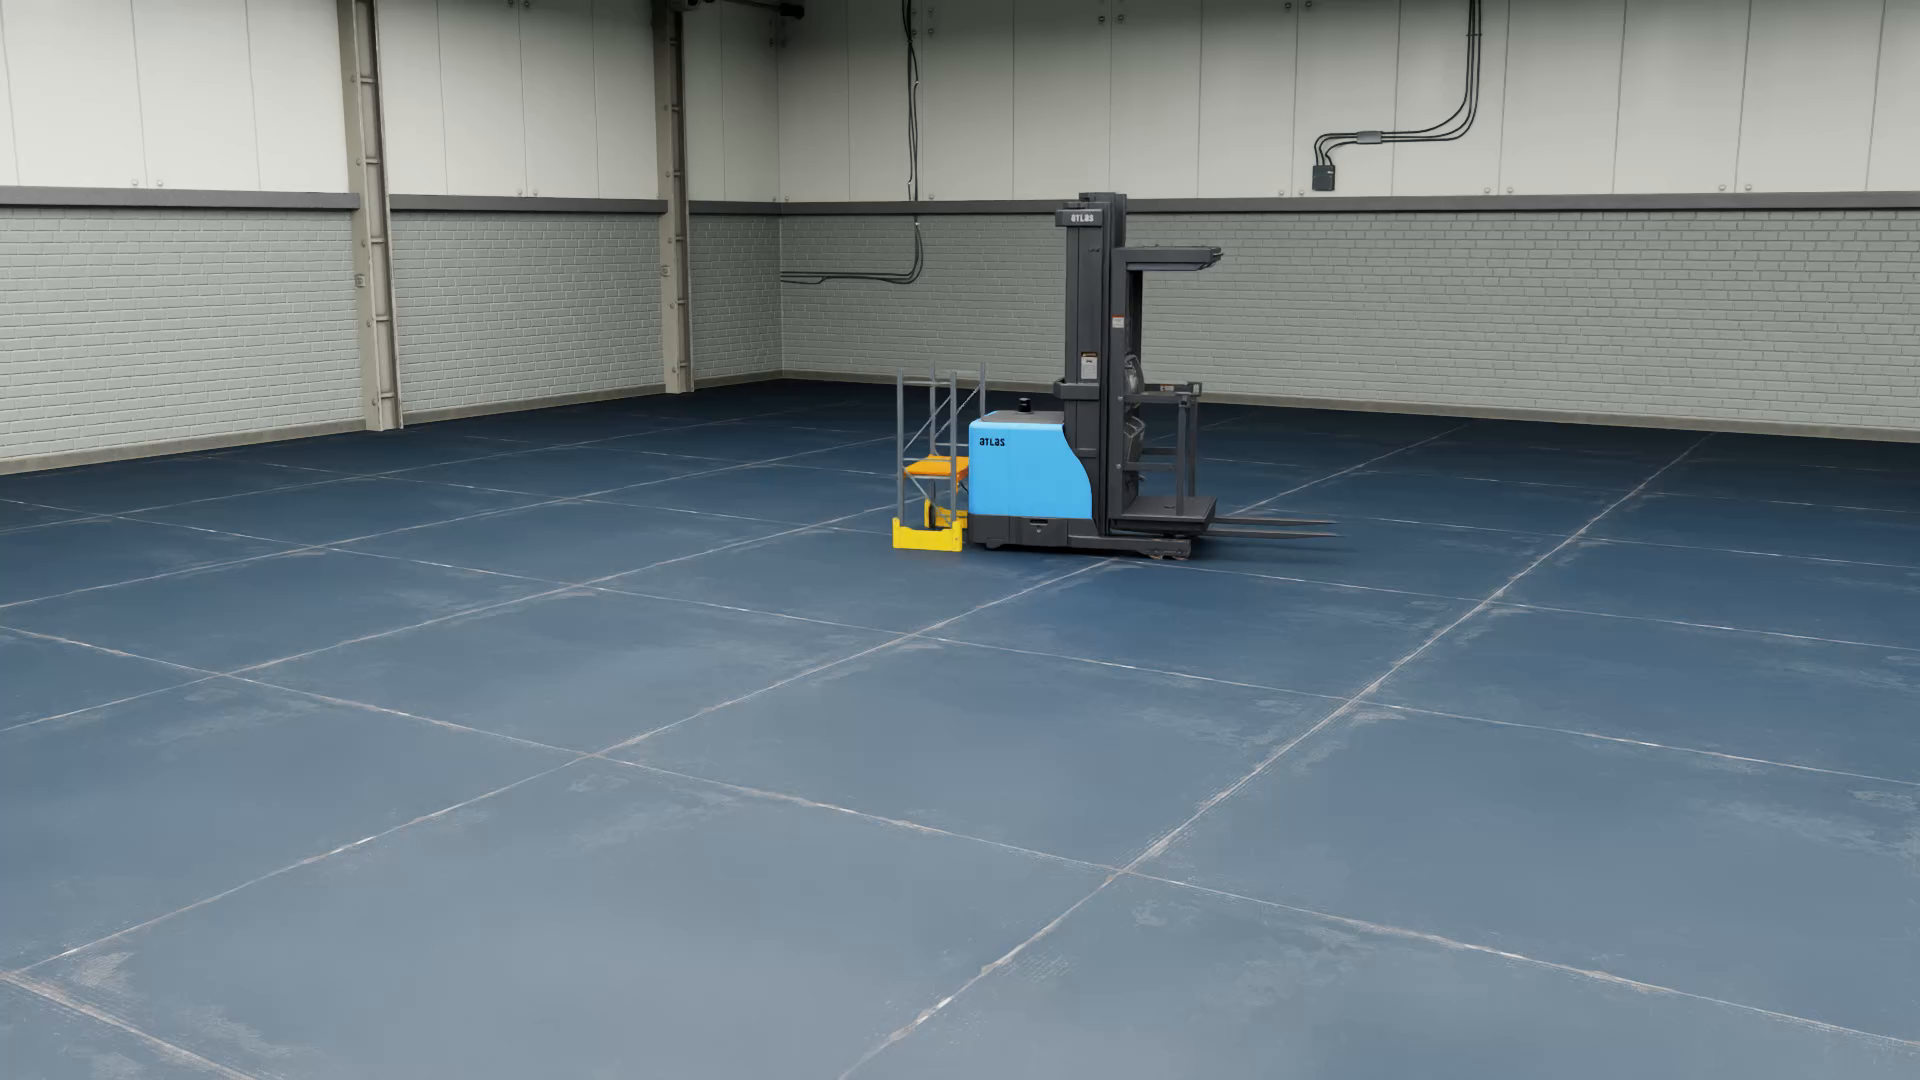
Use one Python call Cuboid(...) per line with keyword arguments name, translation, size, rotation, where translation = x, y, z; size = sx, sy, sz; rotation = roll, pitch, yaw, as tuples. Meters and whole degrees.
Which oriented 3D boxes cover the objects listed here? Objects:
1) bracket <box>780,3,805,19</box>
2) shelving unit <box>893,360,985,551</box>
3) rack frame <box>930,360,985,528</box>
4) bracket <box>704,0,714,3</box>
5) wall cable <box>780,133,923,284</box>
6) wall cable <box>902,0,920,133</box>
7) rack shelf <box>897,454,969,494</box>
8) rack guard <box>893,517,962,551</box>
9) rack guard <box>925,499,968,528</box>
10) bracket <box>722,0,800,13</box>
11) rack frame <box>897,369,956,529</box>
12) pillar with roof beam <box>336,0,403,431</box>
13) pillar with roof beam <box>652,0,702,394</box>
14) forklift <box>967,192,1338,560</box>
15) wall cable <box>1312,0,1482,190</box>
Cuboid(name="bracket", translation=(-2.872, -9.033, 28.380), size=(0.235, 0.232, 0.430), rotation=(6, 12, 31))
Cuboid(name="shelving unit", translation=(-0.151, -0.752, 14.310), size=(0.587, 1.500, 1.083), rotation=(3, 11, 14))
Cuboid(name="rack frame", translation=(-0.022, -0.844, 14.802), size=(0.500, 1.500, 0.032), rotation=(3, 11, 14))
Cuboid(name="bracket", translation=(-4.102, -8.660, 26.389), size=(0.235, 0.232, 0.430), rotation=(6, 12, 31))
Cuboid(name="wall cable", translation=(-1.962, -5.670, 28.639), size=(3.097, 2.526, 0.112), rotation=(6, 12, 31))
Cuboid(name="wall cable", translation=(0.350, -7.894, 26.794), size=(3.097, 2.526, 0.112), rotation=(6, 12, 31))
Cuboid(name="rack shelf", translation=(-0.148, -0.577, 14.351), size=(0.538, 0.185, 1.000), rotation=(3, 11, 14))
Cuboid(name="rack guard", translation=(-0.275, -0.049, 13.951), size=(0.587, 0.250, 0.087), rotation=(3, 11, 14))
Cuboid(name="rack guard", translation=(-0.026, -0.226, 14.899), size=(0.587, 0.250, 0.087), rotation=(3, 11, 14))
Cuboid(name="bracket", translation=(-3.179, -8.940, 27.884), size=(0.076, 0.066, 3.189), rotation=(6, 12, 31))
Cuboid(name="rack frame", translation=(-0.275, -0.663, 13.834), size=(0.500, 1.500, 0.032), rotation=(3, 11, 14))
Cuboid(name="pillar with roof beam", translation=(-4.057, -5.504, 19.316), size=(9.100, 9.000, 0.400), rotation=(6, 12, 31))
Cuboid(name="pillar with roof beam", translation=(-0.942, -6.448, 24.356), size=(9.100, 9.000, 0.548), rotation=(6, 12, 31))
Cuboid(name="forklift", translation=(1.634, -1.382, 13.786), size=(3.031, 2.935, 1.130), rotation=(2, 11, 13))
Cuboid(name="wall cable", translation=(6.144, -7.958, 23.182), size=(2.305, 6.003, 0.169), rotation=(6, 12, 31))
